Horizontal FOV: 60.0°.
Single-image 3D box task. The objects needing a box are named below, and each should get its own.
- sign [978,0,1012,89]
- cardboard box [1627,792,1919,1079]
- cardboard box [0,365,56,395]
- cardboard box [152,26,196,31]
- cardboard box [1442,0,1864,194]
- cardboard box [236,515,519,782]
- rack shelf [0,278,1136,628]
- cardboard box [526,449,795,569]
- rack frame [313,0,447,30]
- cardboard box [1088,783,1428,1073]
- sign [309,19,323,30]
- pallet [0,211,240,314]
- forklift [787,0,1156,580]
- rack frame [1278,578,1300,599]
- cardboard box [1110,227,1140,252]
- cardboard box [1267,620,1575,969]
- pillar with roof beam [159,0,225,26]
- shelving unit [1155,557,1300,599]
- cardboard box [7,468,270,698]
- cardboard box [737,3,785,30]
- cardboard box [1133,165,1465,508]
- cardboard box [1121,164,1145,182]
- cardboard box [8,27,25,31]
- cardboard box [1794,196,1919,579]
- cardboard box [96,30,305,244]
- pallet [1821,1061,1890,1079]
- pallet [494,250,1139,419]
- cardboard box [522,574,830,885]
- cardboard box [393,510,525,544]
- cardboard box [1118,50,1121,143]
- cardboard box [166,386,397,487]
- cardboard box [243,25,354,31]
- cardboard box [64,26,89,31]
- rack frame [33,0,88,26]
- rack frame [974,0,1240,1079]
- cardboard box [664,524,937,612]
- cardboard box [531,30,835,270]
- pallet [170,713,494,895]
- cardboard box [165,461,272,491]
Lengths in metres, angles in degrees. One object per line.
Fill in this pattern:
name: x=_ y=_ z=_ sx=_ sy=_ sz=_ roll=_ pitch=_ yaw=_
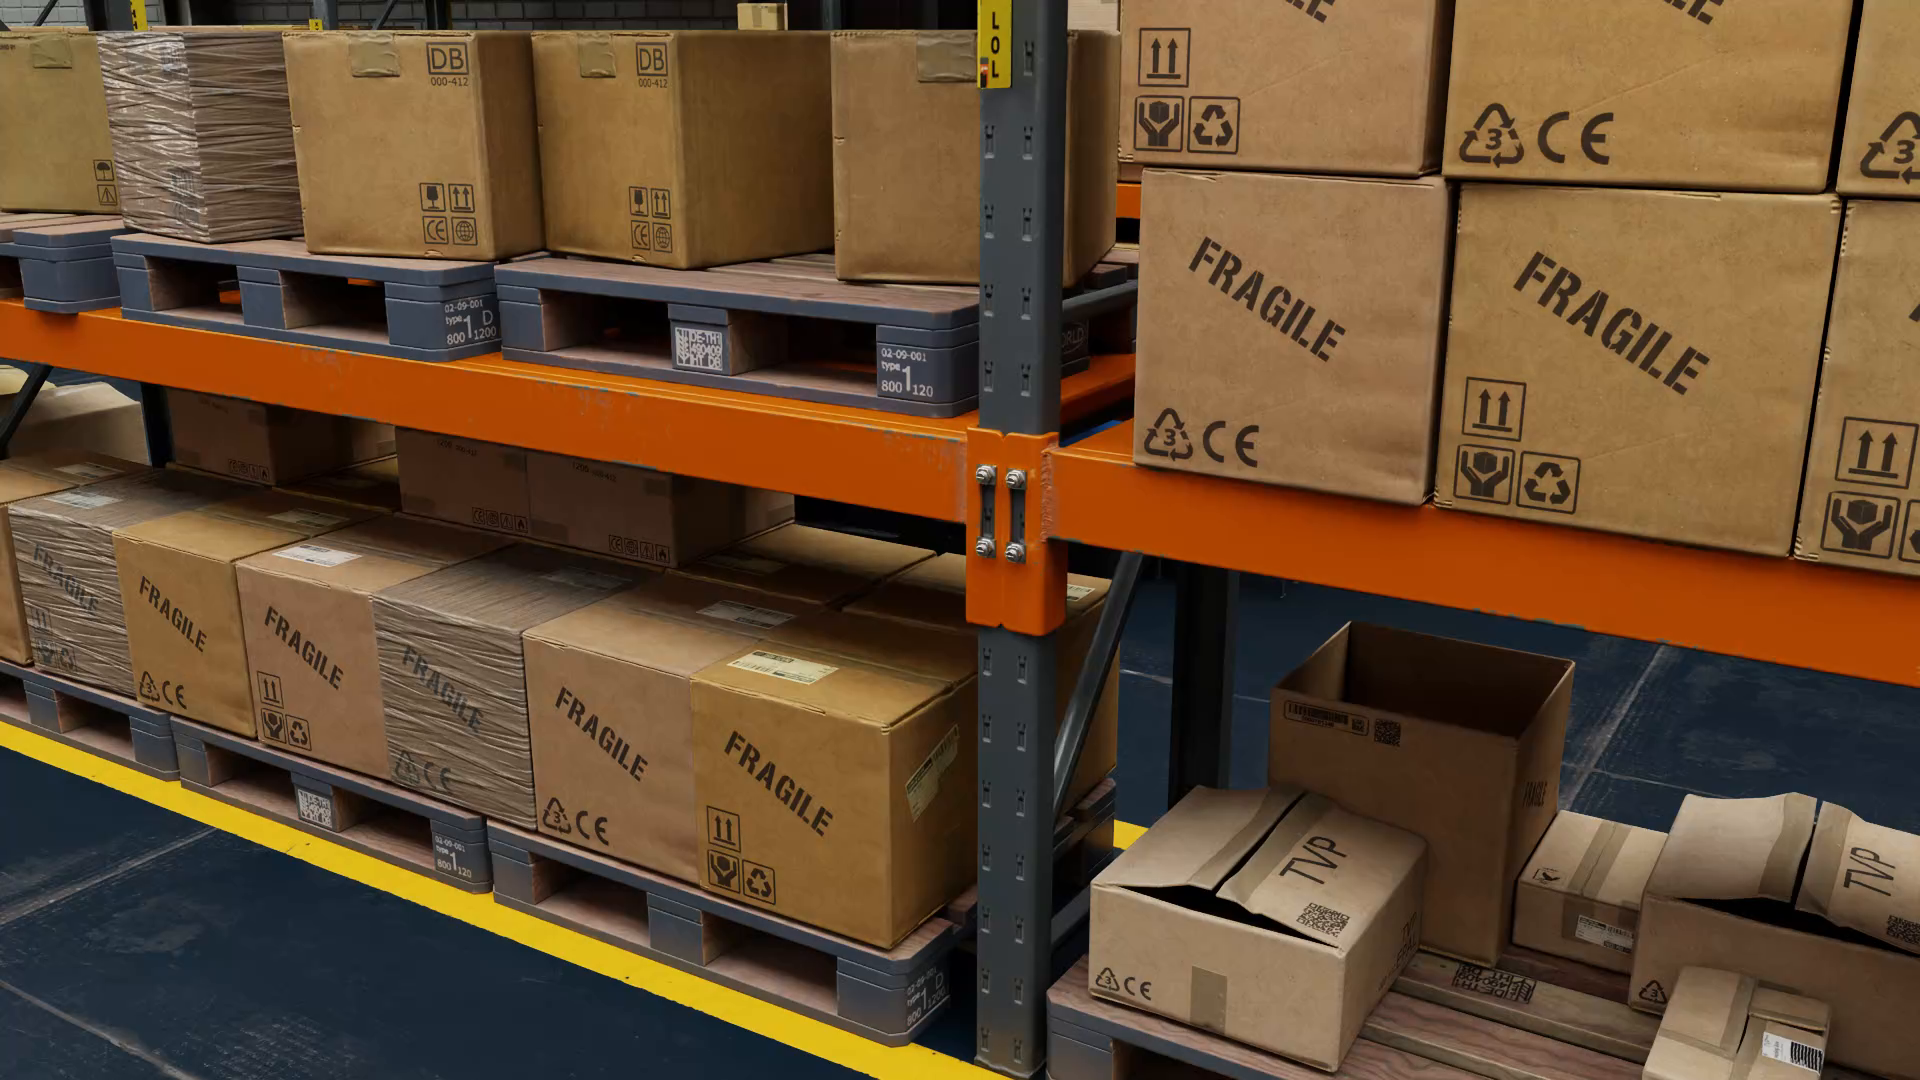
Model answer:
sign: x=0.057 y=-0.900 z=2.692 sx=0.005 sy=0.325 sz=0.100 roll=10 pitch=20 yaw=30
cardboard box: x=1.617 y=0.722 z=3.211 sx=0.500 sy=0.311 sz=0.500 roll=10 pitch=20 yaw=30
cardboard box: x=-3.809 y=-0.476 z=6.332 sx=0.500 sy=0.311 sz=0.500 roll=10 pitch=19 yaw=29
cardboard box: x=-5.300 y=-3.374 z=11.762 sx=0.500 sy=0.500 sz=0.500 roll=9 pitch=19 yaw=28
cardboard box: x=1.038 y=-0.791 z=2.431 sx=0.500 sy=0.500 sz=0.500 roll=9 pitch=19 yaw=28
cardboard box: x=-1.505 y=0.267 z=4.386 sx=0.500 sy=0.500 sz=0.500 roll=9 pitch=19 yaw=28
rack shelf: x=-1.360 y=-0.444 z=4.420 sx=4.000 sy=0.370 sz=1.077 roll=10 pitch=20 yaw=30
cardboard box: x=-0.793 y=-0.143 z=4.446 sx=0.500 sy=0.250 sz=0.500 roll=10 pitch=20 yaw=30
rack frame: x=-3.884 y=-2.928 z=11.361 sx=0.127 sy=3.000 sz=1.000 roll=10 pitch=20 yaw=30
cardboard box: x=0.589 y=0.709 z=3.254 sx=0.500 sy=0.311 sz=0.500 roll=10 pitch=20 yaw=30
sign: x=-4.161 y=-3.207 z=10.789 sx=0.005 sy=0.325 sz=0.100 roll=10 pitch=20 yaw=30
pallet: x=-2.450 y=-0.915 z=5.063 sx=1.003 sy=0.211 sz=1.213 roll=10 pitch=20 yaw=30
forklift: x=-0.554 y=-1.486 z=6.731 sx=3.031 sy=2.935 sz=1.130 roll=9 pitch=19 yaw=26
rack frame: x=1.242 y=-0.387 z=6.089 sx=0.015 sy=1.200 sz=0.240 roll=9 pitch=19 yaw=26
cardboard box: x=0.826 y=-1.213 z=8.690 sx=0.750 sy=0.750 sz=0.750 roll=10 pitch=20 yaw=30
cardboard box: x=0.978 y=0.518 z=3.560 sx=0.500 sy=0.500 sz=0.500 roll=10 pitch=20 yaw=30
pillar with roof beam: x=-8.496 y=-5.449 z=9.337 sx=0.400 sy=9.000 sz=9.100 roll=10 pitch=20 yaw=30
shelving unit: x=1.026 y=-0.419 z=6.197 sx=0.503 sy=1.200 sz=0.258 roll=9 pitch=19 yaw=26
cardboard box: x=-2.377 y=0.111 z=4.898 sx=0.500 sy=0.500 sz=0.500 roll=9 pitch=19 yaw=28
cardboard box: x=-1.067 y=-2.979 z=9.483 sx=0.250 sy=0.149 sz=0.380 roll=7 pitch=18 yaw=21
cardboard box: x=0.636 y=-0.387 z=2.822 sx=0.500 sy=0.500 sz=0.500 roll=11 pitch=20 yaw=31
cardboard box: x=0.997 y=-1.871 z=8.279 sx=0.250 sy=0.149 sz=0.380 roll=10 pitch=20 yaw=30
cardboard box: x=-7.043 y=-3.686 z=12.790 sx=0.500 sy=0.500 sz=0.500 roll=10 pitch=20 yaw=30
cardboard box: x=1.499 y=-0.233 z=2.316 sx=0.500 sy=0.500 sz=0.500 roll=10 pitch=20 yaw=30
cardboard box: x=-1.789 y=-1.087 z=4.404 sx=0.500 sy=0.500 sz=0.700 roll=15 pitch=22 yaw=40
pallet: x=1.972 y=1.140 z=2.765 sx=1.213 sy=0.211 sz=1.003 roll=10 pitch=20 yaw=30
pallet: x=-0.280 y=-0.541 z=3.831 sx=1.213 sy=0.211 sz=1.003 roll=10 pitch=20 yaw=30
cardboard box: x=-0.643 y=0.420 z=3.881 sx=0.500 sy=0.500 sz=0.500 roll=10 pitch=20 yaw=30
cardboard box: x=-1.253 y=0.134 z=4.822 sx=0.500 sy=0.500 sz=0.500 roll=9 pitch=19 yaw=28
cardboard box: x=0.669 y=-2.225 z=8.326 sx=0.500 sy=0.500 sz=0.500 roll=10 pitch=20 yaw=30
cardboard box: x=-2.094 y=-0.374 z=5.206 sx=0.500 sy=0.250 sz=0.500 roll=11 pitch=20 yaw=32
cardboard box: x=-4.448 y=-3.220 z=11.255 sx=0.500 sy=0.500 sz=0.500 roll=10 pitch=20 yaw=30
cardboard box: x=-6.190 y=-3.529 z=12.270 sx=0.500 sy=0.500 sz=0.500 roll=9 pitch=19 yaw=28
rack frame: x=-7.292 y=-3.537 z=13.364 sx=0.127 sy=3.000 sz=1.000 roll=10 pitch=20 yaw=30
rack frame: x=0.344 y=-0.484 z=3.314 sx=0.127 sy=3.000 sz=1.000 roll=10 pitch=20 yaw=30
cardboard box: x=-0.401 y=0.289 z=4.312 sx=0.500 sy=0.500 sz=0.500 roll=10 pitch=20 yaw=31
cardboard box: x=-0.562 y=-0.949 z=3.951 sx=0.500 sy=0.500 sz=0.700 roll=14 pitch=22 yaw=39
pallet: x=-1.413 y=0.550 z=4.706 sx=1.213 sy=0.211 sz=1.003 roll=10 pitch=20 yaw=30
cardboard box: x=-2.145 y=-0.023 z=5.340 sx=0.500 sy=0.500 sz=0.500 roll=11 pitch=20 yaw=32
